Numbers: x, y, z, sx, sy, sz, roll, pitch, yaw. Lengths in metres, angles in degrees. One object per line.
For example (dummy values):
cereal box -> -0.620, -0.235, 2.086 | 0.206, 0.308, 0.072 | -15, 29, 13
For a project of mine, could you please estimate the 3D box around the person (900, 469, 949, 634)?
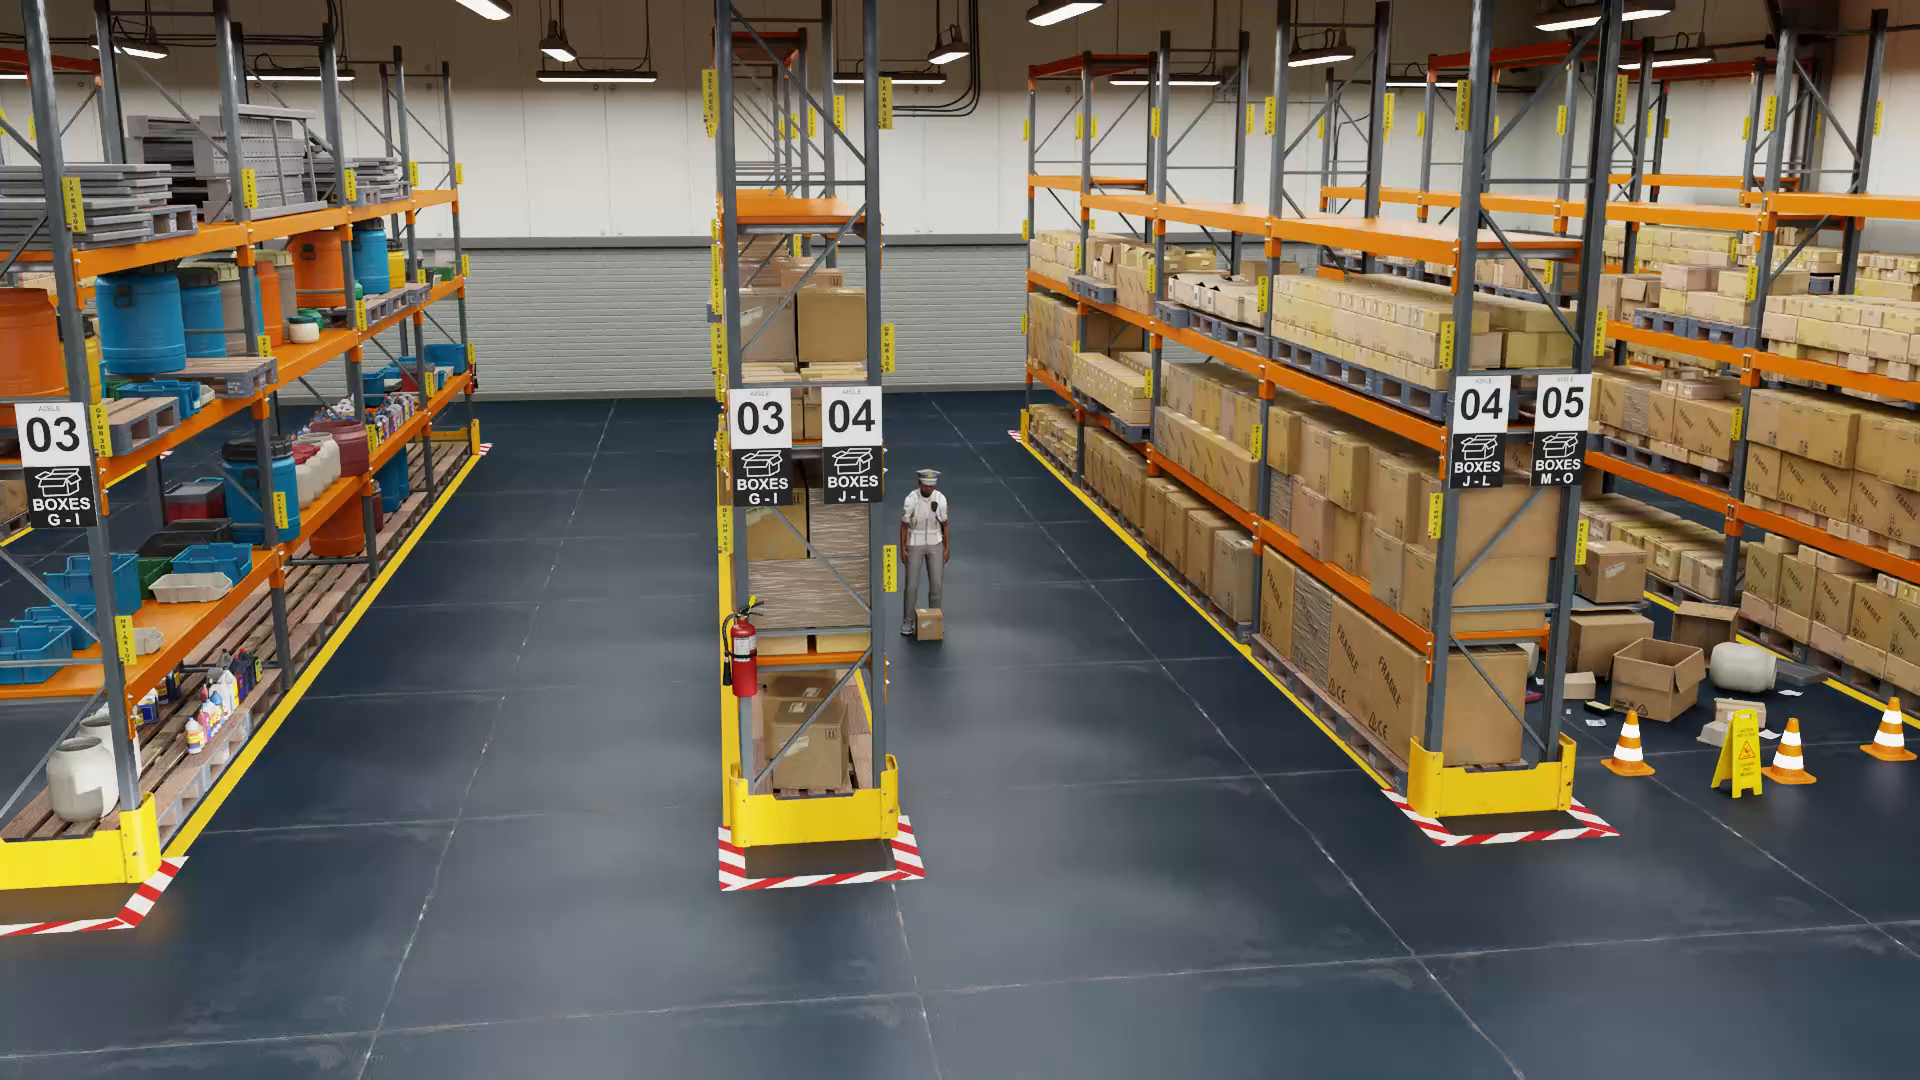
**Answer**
person -> -0.353, 0.107, 16.537 | 0.506, 1.658, 0.319 | -2, 13, -8
